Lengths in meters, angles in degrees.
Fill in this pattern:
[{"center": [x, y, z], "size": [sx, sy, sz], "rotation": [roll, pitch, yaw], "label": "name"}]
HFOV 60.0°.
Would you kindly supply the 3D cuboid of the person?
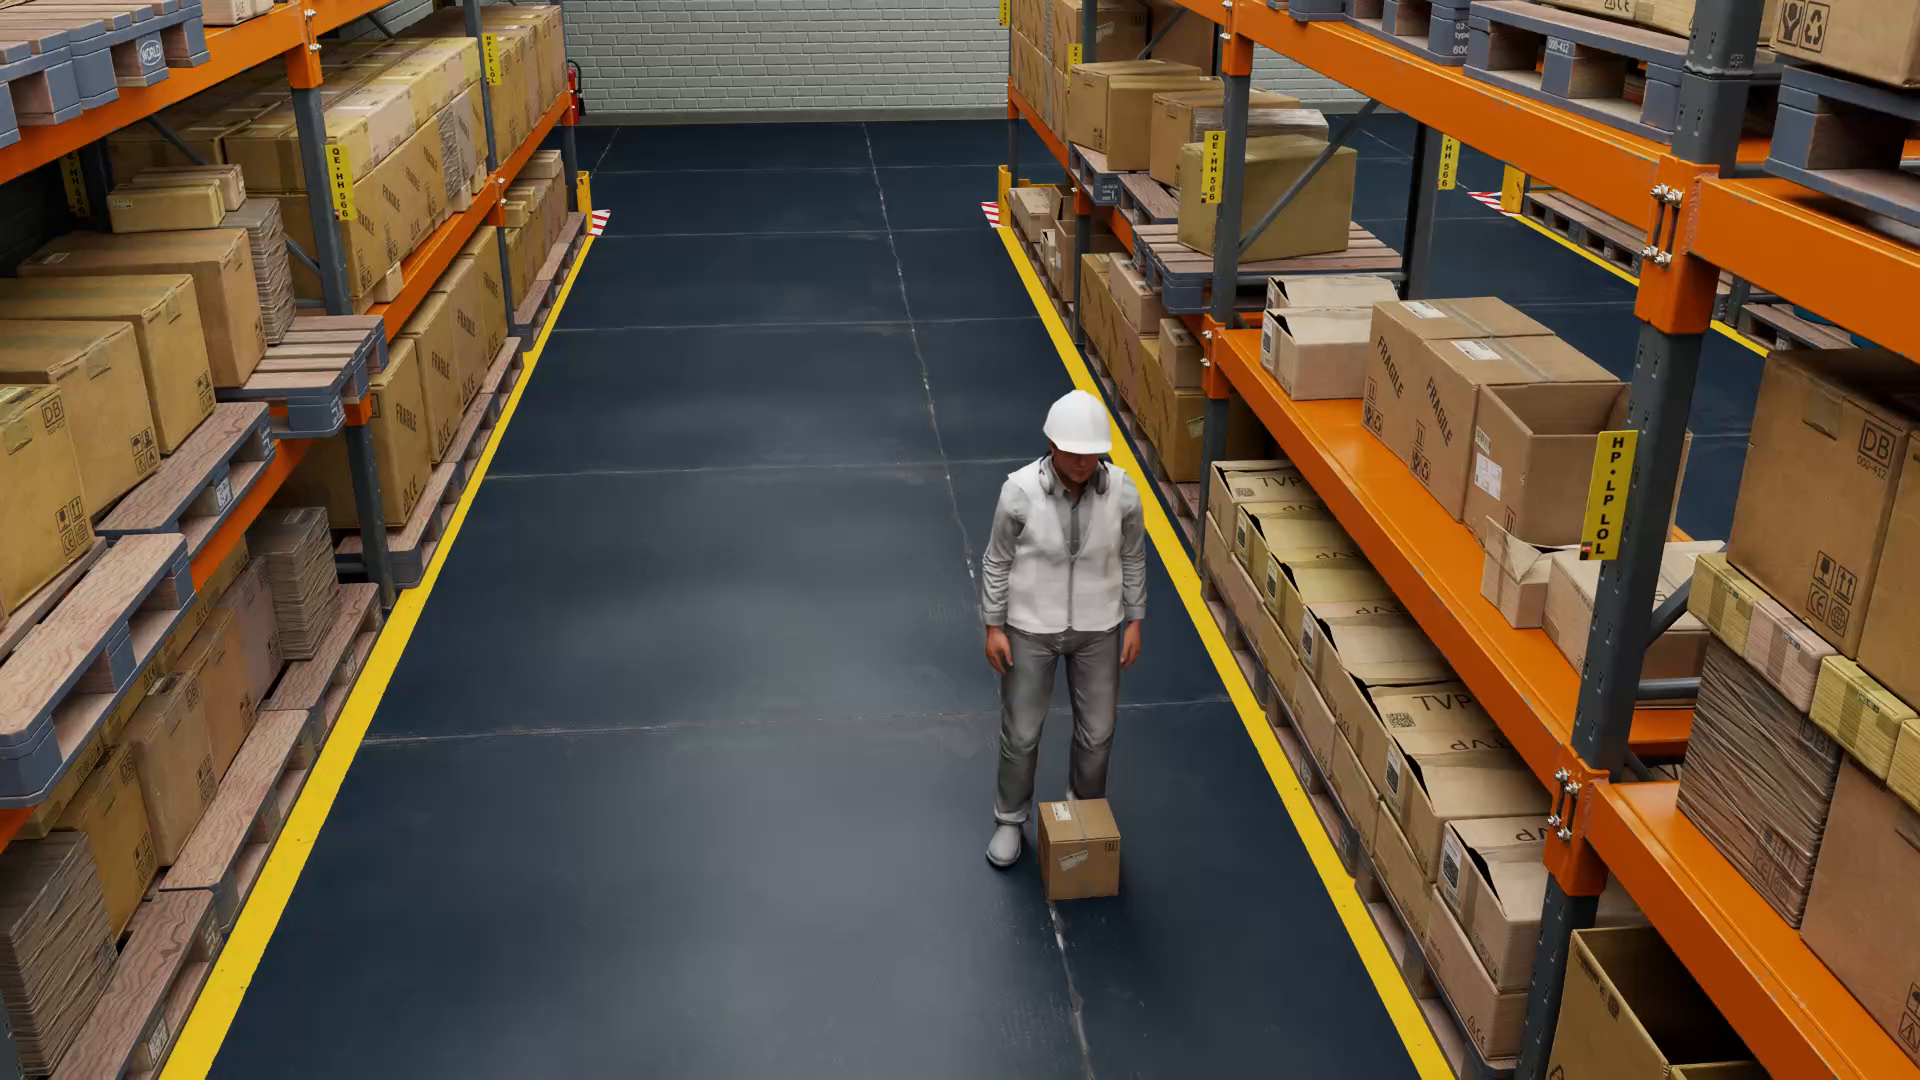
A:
[{"center": [0.368, 0.306, 5.864], "size": [0.582, 1.771, 0.465], "rotation": [-2, 24, -6], "label": "person"}]
